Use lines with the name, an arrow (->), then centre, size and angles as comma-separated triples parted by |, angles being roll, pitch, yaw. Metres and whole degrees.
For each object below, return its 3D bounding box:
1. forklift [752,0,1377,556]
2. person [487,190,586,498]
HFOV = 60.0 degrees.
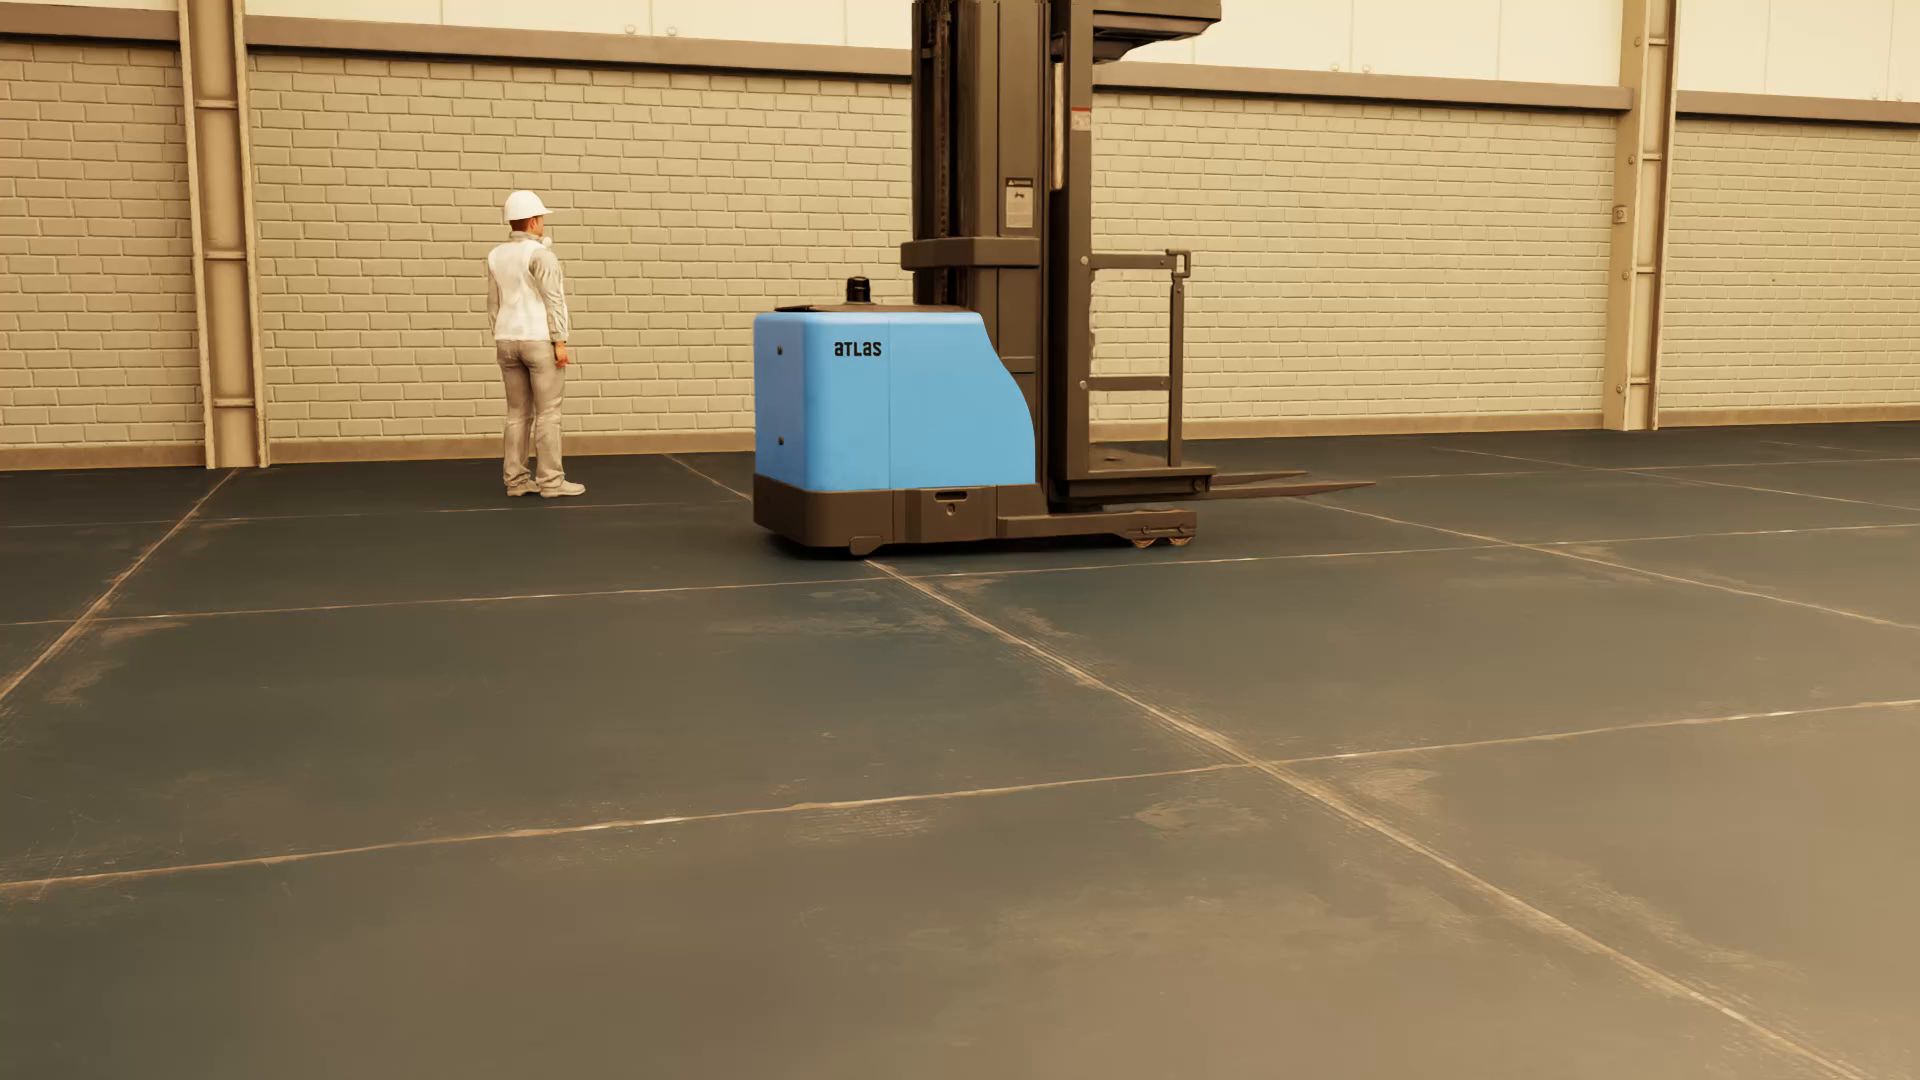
forklift -> 0.572, -1.485, 7.969 | 3.031, 2.935, 1.130 | -3, 8, -21
person -> -2.511, -1.146, 9.775 | 0.533, 1.776, 0.361 | 4, 9, 28
